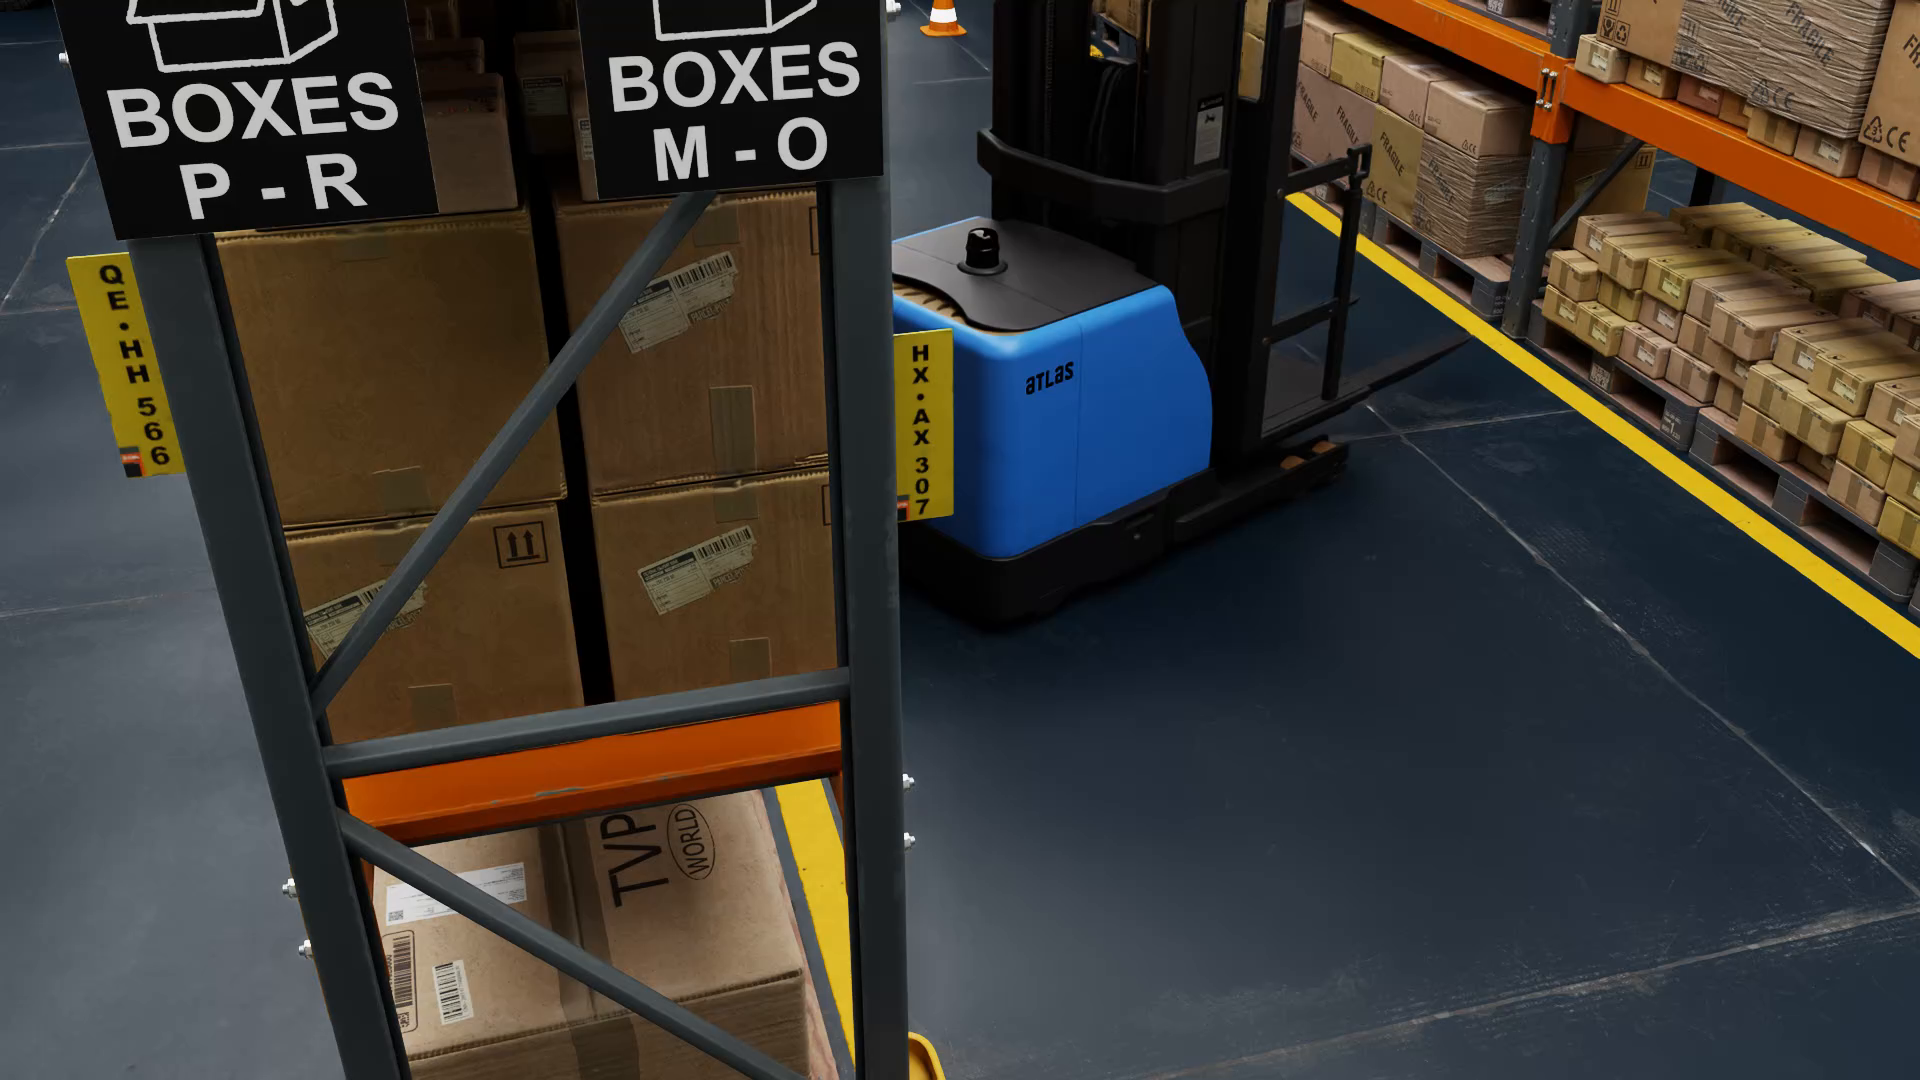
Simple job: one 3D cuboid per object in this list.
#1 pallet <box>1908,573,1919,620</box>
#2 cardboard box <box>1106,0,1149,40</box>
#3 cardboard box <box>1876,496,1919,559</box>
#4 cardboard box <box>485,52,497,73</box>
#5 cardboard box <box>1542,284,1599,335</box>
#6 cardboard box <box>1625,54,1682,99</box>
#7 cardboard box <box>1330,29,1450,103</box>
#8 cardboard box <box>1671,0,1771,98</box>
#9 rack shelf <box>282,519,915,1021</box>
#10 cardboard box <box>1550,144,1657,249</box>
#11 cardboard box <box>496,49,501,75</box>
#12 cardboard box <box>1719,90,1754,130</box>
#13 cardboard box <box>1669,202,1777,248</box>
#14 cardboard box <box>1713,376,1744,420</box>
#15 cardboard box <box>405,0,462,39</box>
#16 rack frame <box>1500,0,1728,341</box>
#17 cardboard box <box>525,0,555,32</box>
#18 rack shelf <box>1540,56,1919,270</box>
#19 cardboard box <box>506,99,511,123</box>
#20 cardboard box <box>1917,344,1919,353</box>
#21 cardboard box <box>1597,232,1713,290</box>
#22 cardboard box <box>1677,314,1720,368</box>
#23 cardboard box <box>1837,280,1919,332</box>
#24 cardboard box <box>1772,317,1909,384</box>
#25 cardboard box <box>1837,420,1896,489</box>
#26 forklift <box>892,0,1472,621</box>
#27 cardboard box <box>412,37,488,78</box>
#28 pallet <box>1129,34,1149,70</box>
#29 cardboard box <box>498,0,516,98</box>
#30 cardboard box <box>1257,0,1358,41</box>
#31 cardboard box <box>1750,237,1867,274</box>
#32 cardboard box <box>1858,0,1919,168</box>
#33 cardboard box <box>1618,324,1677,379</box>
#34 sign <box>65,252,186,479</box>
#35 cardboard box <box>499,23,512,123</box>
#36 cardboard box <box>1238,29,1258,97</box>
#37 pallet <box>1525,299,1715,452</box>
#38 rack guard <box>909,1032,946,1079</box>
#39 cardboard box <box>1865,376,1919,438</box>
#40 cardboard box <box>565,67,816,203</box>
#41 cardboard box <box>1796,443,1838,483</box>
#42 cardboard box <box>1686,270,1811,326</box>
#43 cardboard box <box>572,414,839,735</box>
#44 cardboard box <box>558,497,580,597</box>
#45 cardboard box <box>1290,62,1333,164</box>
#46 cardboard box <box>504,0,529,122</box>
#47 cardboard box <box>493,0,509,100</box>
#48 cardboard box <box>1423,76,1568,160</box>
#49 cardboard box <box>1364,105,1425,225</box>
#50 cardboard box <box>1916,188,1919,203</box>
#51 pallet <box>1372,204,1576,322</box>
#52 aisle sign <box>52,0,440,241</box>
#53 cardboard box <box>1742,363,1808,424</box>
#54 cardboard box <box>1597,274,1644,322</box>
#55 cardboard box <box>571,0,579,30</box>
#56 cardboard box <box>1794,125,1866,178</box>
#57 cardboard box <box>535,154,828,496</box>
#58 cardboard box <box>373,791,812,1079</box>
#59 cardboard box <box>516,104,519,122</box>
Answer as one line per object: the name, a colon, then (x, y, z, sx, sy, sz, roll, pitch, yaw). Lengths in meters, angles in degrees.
pallet: (3.948, 0.370, 5.400, 1.003, 0.211, 1.213, -8, 31, -13)
cardboard box: (1.716, -4.203, 12.344, 1.050, 0.750, 0.750, -7, 31, -13)
cardboard box: (3.450, -0.060, 5.786, 0.380, 0.149, 0.250, -9, 31, -15)
cardboard box: (-1.120, -0.622, 3.232, 0.500, 0.500, 0.500, -8, 31, -13)
cardboard box: (2.875, -1.064, 7.521, 0.380, 0.149, 0.250, -9, 31, -15)
cardboard box: (2.988, -1.931, 6.843, 0.380, 0.149, 0.250, -7, 31, -12)
cardboard box: (2.369, -2.589, 9.056, 0.500, 0.250, 0.500, -9, 31, -15)
cardboard box: (3.115, -1.996, 6.308, 0.500, 0.500, 0.500, -8, 31, -13)
rack shelf: (-1.127, -0.351, 4.580, 1.077, 0.370, 4.000, -8, 31, -13)
cardboard box: (3.148, -1.827, 8.489, 0.500, 0.500, 0.500, -7, 31, -11)
cardboard box: (-1.380, -1.104, 4.066, 0.500, 0.500, 0.500, -8, 31, -14)
cardboard box: (3.176, -1.677, 6.404, 0.380, 0.149, 0.250, -9, 31, -15)
cardboard box: (3.434, -1.403, 7.513, 0.380, 0.149, 0.250, -7, 31, -12)
cardboard box: (3.282, -0.582, 6.687, 0.380, 0.149, 0.250, -9, 31, -15)
cardboard box: (-1.151, -0.960, 3.168, 0.380, 0.149, 0.250, -7, 31, -12)
rack frame: (3.088, -2.335, 7.290, 1.000, 3.000, 0.127, -8, 31, -13)
cardboard box: (-0.728, -1.164, 3.521, 0.380, 0.149, 0.250, -8, 31, -13)
rack shelf: (3.619, -1.058, 5.801, 1.077, 0.370, 4.000, -8, 31, -13)
cardboard box: (-2.020, -1.746, 6.423, 0.500, 0.250, 0.500, -9, 31, -14)
cardboard box: (3.811, -0.648, 6.209, 0.380, 0.149, 0.250, -8, 31, -13)
cardboard box: (2.996, -1.206, 7.171, 0.380, 0.149, 0.250, -6, 31, -11)
cardboard box: (3.198, -0.840, 6.837, 0.380, 0.149, 0.250, -9, 31, -16)
cardboard box: (3.767, -0.912, 6.663, 0.380, 0.149, 0.250, -9, 31, -16)
cardboard box: (3.342, -0.713, 6.320, 0.380, 0.149, 0.250, -9, 31, -15)
cardboard box: (3.395, -0.322, 5.942, 0.380, 0.149, 0.250, -6, 31, -11)
forklift: (0.915, -1.607, 6.101, 3.031, 2.935, 1.130, -24, 38, -35)
cardboard box: (-0.975, -0.719, 2.753, 0.380, 0.149, 0.250, -7, 31, -12)
pallet: (1.890, -3.451, 12.001, 1.003, 0.211, 1.213, -8, 31, -13)
cardboard box: (-1.139, -1.667, 5.037, 0.500, 0.500, 0.500, -8, 31, -14)
cardboard box: (2.111, -3.081, 9.907, 0.500, 0.250, 0.500, -8, 31, -14)
cardboard box: (3.613, -1.166, 7.103, 0.380, 0.149, 0.250, -8, 31, -14)
cardboard box: (3.385, -1.493, 5.439, 0.500, 0.500, 0.500, -6, 31, -11)
cardboard box: (3.062, -0.823, 7.104, 0.380, 0.149, 0.250, -8, 31, -14)
sign: (-1.123, -0.234, 2.268, 0.100, 0.325, 0.005, -8, 31, -13)
cardboard box: (-1.288, -1.481, 5.715, 0.500, 0.500, 0.500, -8, 31, -13)
cardboard box: (1.968, -2.991, 10.500, 0.500, 0.500, 0.500, -9, 31, -15)
pallet: (3.301, -0.809, 7.436, 1.003, 0.211, 1.213, -8, 31, -13)
rack guard: (-0.589, 1.397, 3.337, 1.175, 0.500, 0.348, -8, 31, -13)
cardboard box: (3.467, -0.466, 5.893, 0.380, 0.149, 0.250, -9, 31, -15)
cardboard box: (-0.423, -0.661, 2.653, 0.380, 0.149, 0.250, -7, 31, -12)
cardboard box: (3.402, -0.327, 6.246, 0.380, 0.149, 0.250, -7, 31, -12)
cardboard box: (3.202, -0.967, 6.759, 0.380, 0.149, 0.250, -9, 31, -15)
cardboard box: (-0.446, -0.009, 3.172, 0.500, 0.500, 0.500, -8, 31, -14)
cardboard box: (-1.098, -0.182, 3.470, 0.500, 0.500, 0.500, -8, 31, -14)
cardboard box: (2.246, -2.502, 9.654, 0.500, 0.500, 0.500, -9, 31, -15)
cardboard box: (-0.737, -0.938, 3.779, 0.500, 0.500, 0.500, -8, 31, -14)
cardboard box: (-1.637, -1.597, 4.917, 0.500, 0.500, 0.500, -8, 31, -14)
cardboard box: (2.647, -2.086, 8.187, 0.500, 0.250, 0.500, -9, 31, -15)
cardboard box: (2.513, -2.007, 8.799, 0.500, 0.500, 0.500, -9, 31, -14)
cardboard box: (3.448, -1.174, 5.535, 0.380, 0.149, 0.250, -7, 31, -12)
pallet: (2.880, -1.504, 8.638, 1.003, 0.211, 1.213, -8, 31, -13)
aisle sign: (-0.876, -0.745, 1.948, 0.394, 0.787, 0.004, -8, 31, -13)
cardboard box: (3.254, -0.574, 6.377, 0.380, 0.149, 0.250, -8, 31, -14)
cardboard box: (3.030, -1.084, 7.258, 0.380, 0.149, 0.250, -8, 31, -13)
cardboard box: (-0.520, -0.919, 3.098, 0.380, 0.149, 0.250, -7, 31, -12)
cardboard box: (3.244, -1.416, 5.954, 0.380, 0.149, 0.250, -7, 31, -11)
cardboard box: (-0.449, -0.442, 2.921, 0.500, 0.500, 0.500, -9, 31, -14)
cardboard box: (-0.867, 0.925, 3.795, 0.875, 0.438, 0.875, -9, 31, -15)
cardboard box: (-0.998, -0.993, 4.871, 0.500, 0.500, 0.500, -8, 31, -14)
